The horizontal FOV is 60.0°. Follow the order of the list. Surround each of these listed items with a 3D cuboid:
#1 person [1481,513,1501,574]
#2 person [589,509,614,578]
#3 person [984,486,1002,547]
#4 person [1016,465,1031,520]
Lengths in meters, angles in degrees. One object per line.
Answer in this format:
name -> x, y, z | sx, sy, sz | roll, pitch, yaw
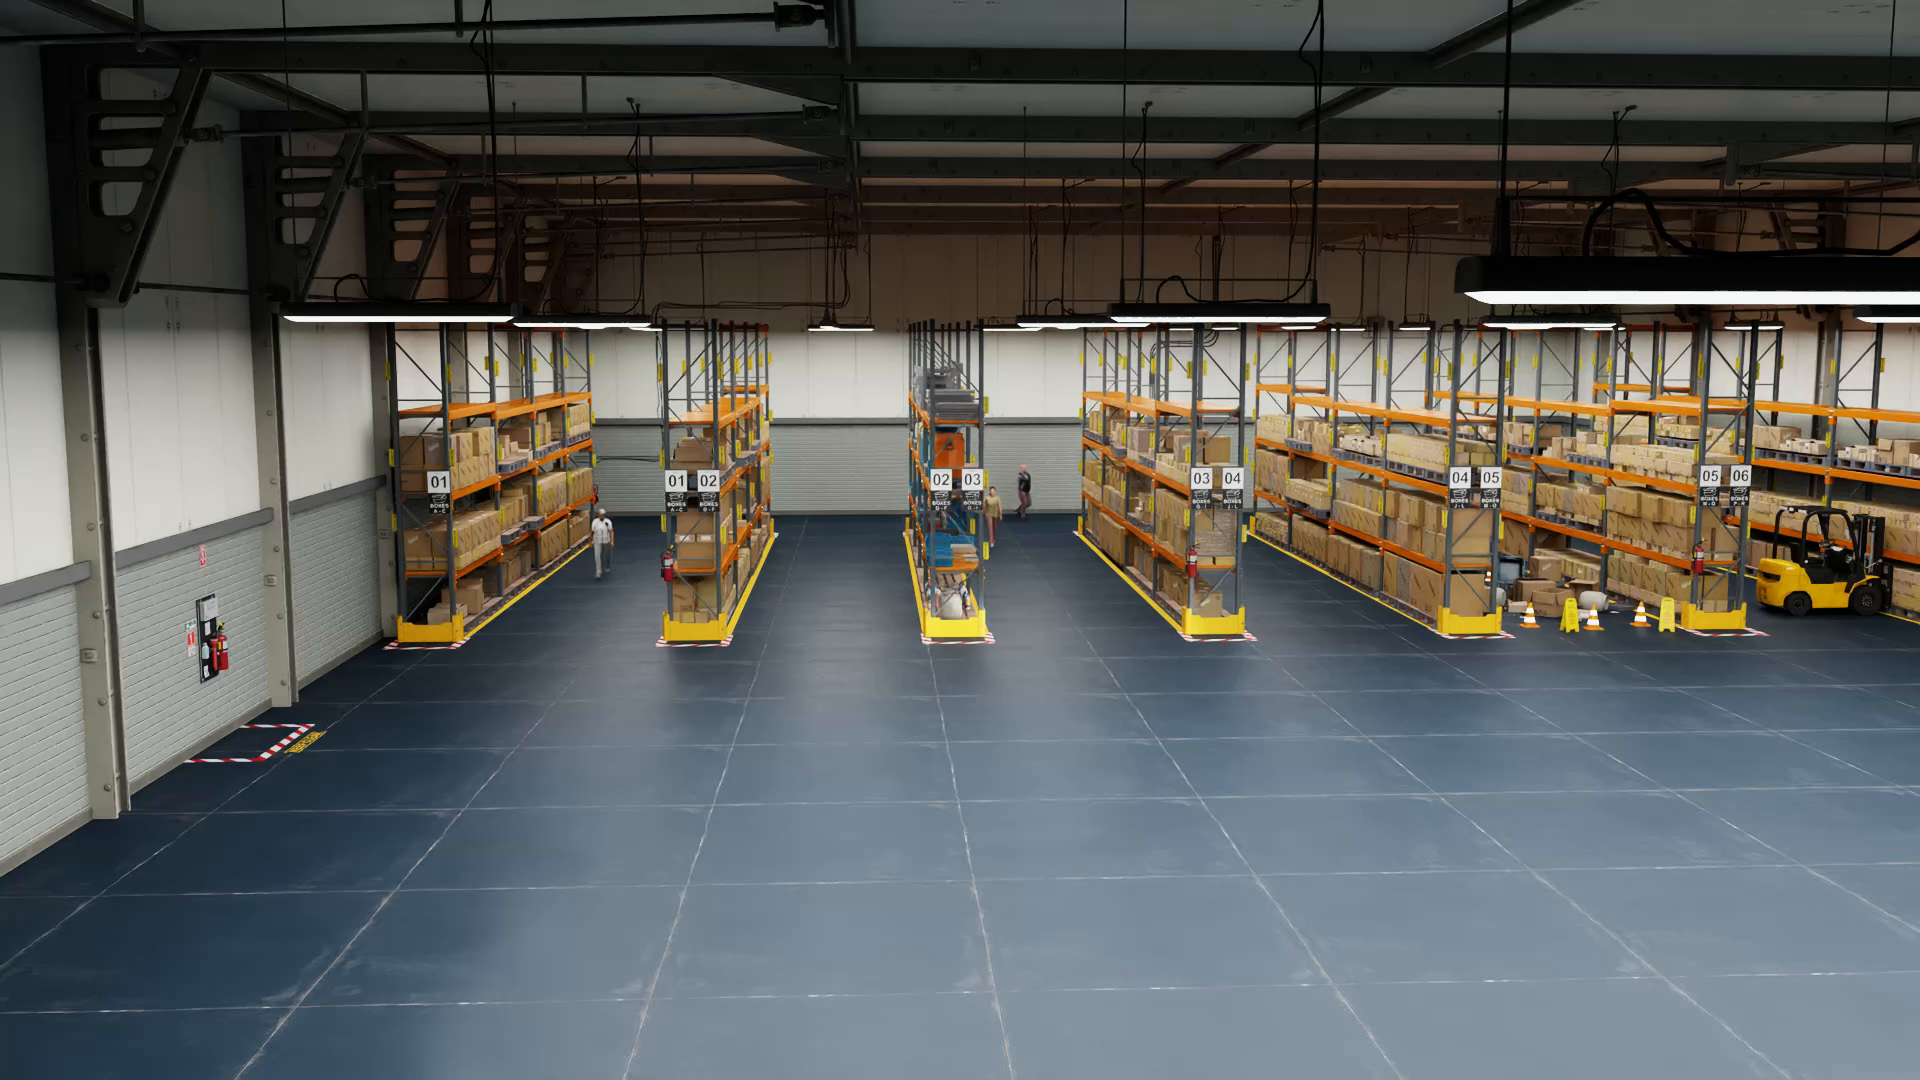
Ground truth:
person -> 12.764, -0.070, 39.870 | 0.597, 1.774, 0.445 | -4, 8, -32
person -> -8.483, 0.053, 39.346 | 0.568, 1.599, 1.052 | -1, 7, -11
person -> 0.897, -0.650, 44.998 | 0.475, 1.610, 1.058 | -1, 7, -6
person -> 1.940, -1.483, 51.339 | 0.602, 1.709, 0.538 | 6, 9, 40
